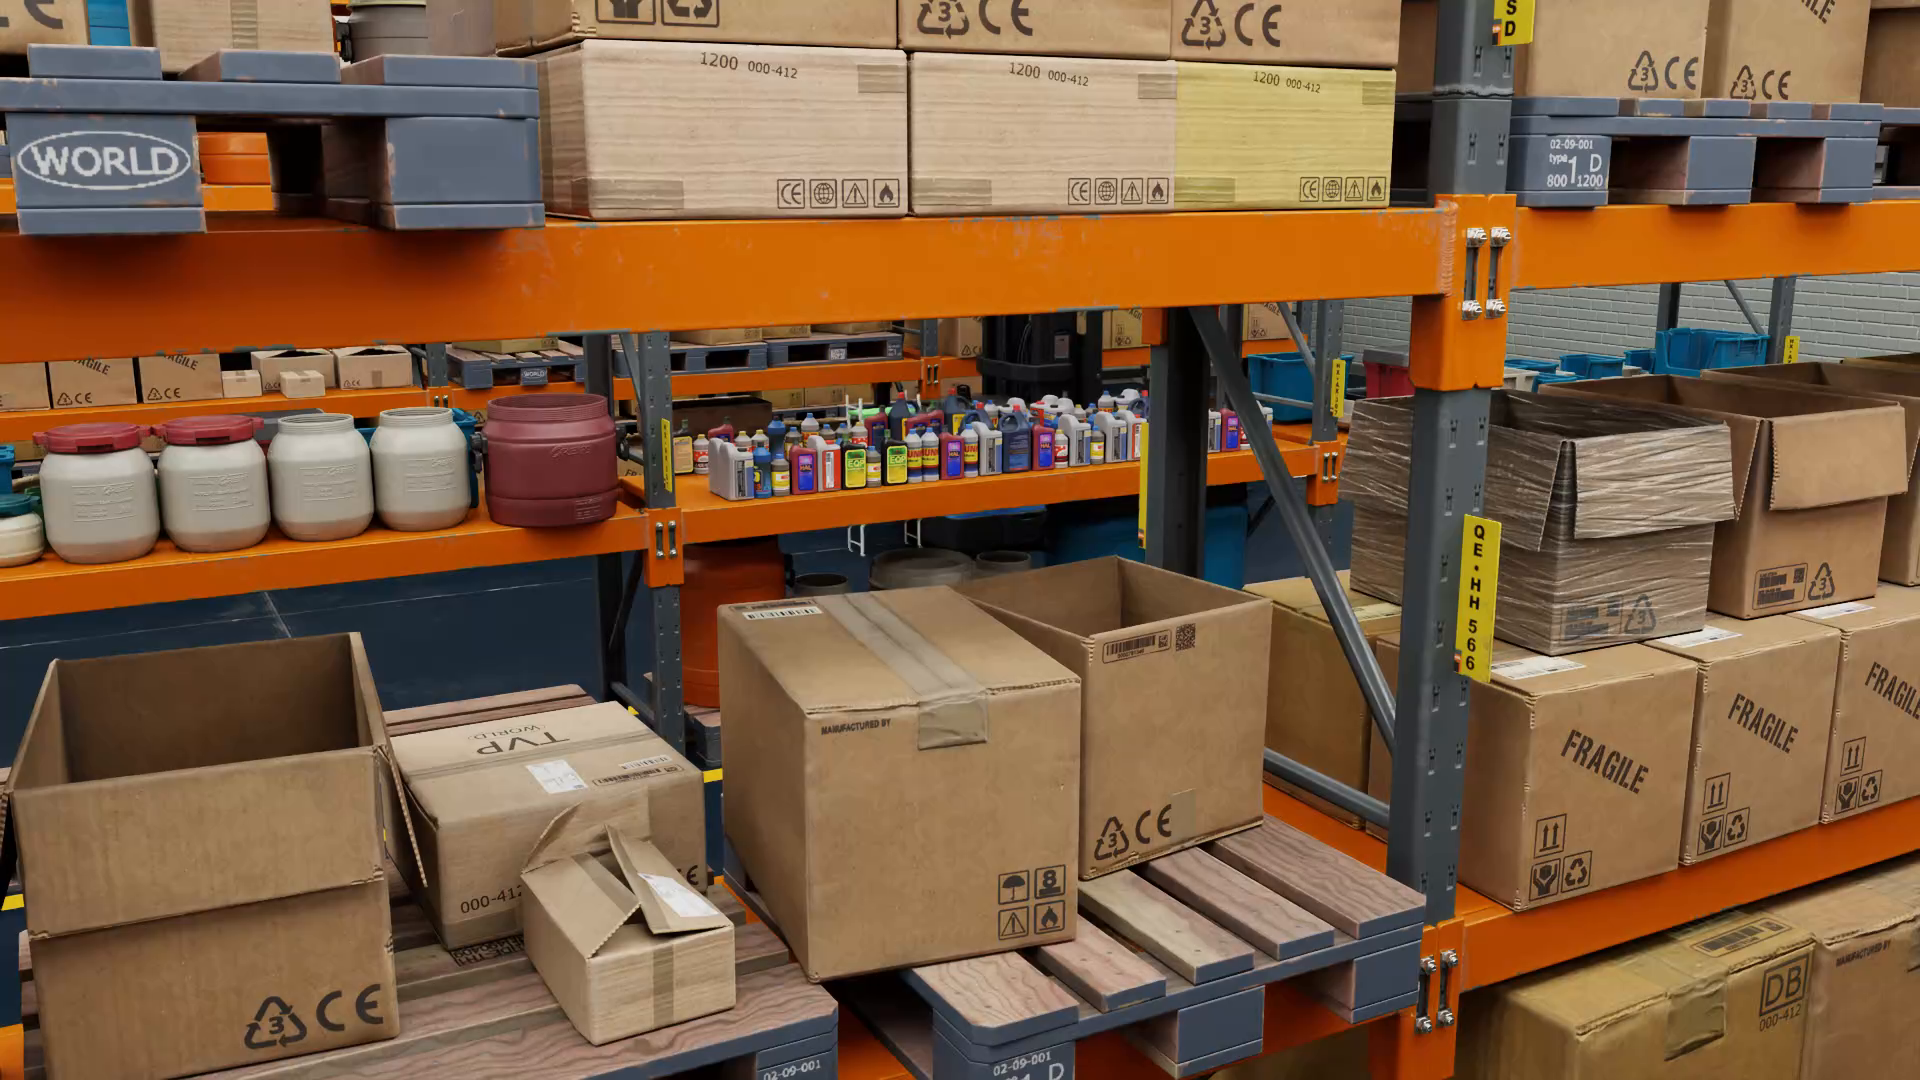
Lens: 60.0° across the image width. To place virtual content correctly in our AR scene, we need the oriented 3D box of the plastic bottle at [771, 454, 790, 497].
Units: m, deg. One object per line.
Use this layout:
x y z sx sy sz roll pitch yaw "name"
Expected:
-0.882 -0.319 8.147 0.097 0.201 0.097 0 13 0 "plastic bottle"

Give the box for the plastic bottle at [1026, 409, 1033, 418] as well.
0.378 -0.660 9.661 0.097 0.201 0.097 0 13 0 "plastic bottle"

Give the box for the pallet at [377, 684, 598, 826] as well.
-2.315 1.019 8.101 1.213 0.211 1.003 -7 14 -28 "pallet"

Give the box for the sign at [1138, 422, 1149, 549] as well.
0.488 -0.132 4.229 0.005 0.325 0.100 -7 14 -28 "sign"

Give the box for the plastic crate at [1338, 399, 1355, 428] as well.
2.371 -0.758 10.111 0.243 0.136 0.396 -7 14 -28 "plastic crate"

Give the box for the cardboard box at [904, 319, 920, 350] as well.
-0.160 -1.942 14.679 0.500 0.500 0.500 -7 14 -27 "cardboard box"

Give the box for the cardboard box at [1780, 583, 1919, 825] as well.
2.213 0.382 4.351 0.500 0.500 0.500 -7 15 -29 "cardboard box"

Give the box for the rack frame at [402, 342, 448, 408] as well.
-3.987 -1.370 12.367 0.127 3.000 1.000 -7 14 -28 "rack frame"

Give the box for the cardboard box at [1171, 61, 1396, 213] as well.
0.457 -0.754 3.137 0.500 0.250 0.500 -7 14 -28 "cardboard box"

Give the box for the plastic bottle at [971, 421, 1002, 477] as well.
0.135 -0.484 8.711 0.135 0.276 0.152 -7 14 -28 "plastic bottle"

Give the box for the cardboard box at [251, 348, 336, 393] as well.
-4.865 -1.270 12.124 0.500 0.311 0.500 -7 14 -29 "cardboard box"

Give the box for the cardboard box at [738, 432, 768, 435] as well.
-1.922 -0.673 13.959 0.500 0.500 0.500 -7 14 -27 "cardboard box"

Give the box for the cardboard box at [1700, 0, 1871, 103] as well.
1.973 -1.364 4.321 0.500 0.500 0.500 -6 14 -25 "cardboard box"

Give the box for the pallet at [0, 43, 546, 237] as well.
-1.253 -0.566 2.388 1.003 0.211 1.213 -7 14 -28 "pallet"

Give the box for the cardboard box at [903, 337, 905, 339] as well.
-0.559 -2.347 19.966 0.250 0.149 0.380 -7 14 -27 "cardboard box"

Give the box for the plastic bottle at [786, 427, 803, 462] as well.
-0.897 -0.507 8.982 0.097 0.201 0.097 0 13 0 "plastic bottle"

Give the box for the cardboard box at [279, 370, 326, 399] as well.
-4.644 -1.100 11.737 0.250 0.149 0.380 -7 14 -28 "cardboard box"

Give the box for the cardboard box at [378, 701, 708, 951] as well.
-0.825 0.539 3.266 0.500 0.250 0.500 -7 15 -29 "cardboard box"

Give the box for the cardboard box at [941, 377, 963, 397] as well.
-0.347 -2.006 19.928 0.500 0.500 0.700 -7 14 -28 "cardboard box"

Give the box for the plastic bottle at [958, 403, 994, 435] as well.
0.086 -0.552 8.841 0.185 0.351 0.144 -7 14 -28 "plastic bottle"

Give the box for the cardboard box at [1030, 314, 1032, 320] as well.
0.550 -1.896 14.473 0.500 0.500 0.500 -7 14 -27 "cardboard box"

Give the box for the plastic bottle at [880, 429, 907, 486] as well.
-0.334 -0.420 8.409 0.133 0.283 0.061 -7 14 -28 "plastic bottle"

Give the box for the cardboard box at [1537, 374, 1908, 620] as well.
1.979 -0.141 4.391 0.637 0.503 0.797 -6 14 -27 "cardboard box"

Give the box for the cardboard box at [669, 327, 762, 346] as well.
-1.997 -1.847 13.301 0.500 0.500 0.700 -12 17 -42 "cardboard box"

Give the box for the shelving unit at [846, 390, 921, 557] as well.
-0.580 -0.509 12.640 0.503 1.200 0.258 -7 15 -29 "shelving unit"

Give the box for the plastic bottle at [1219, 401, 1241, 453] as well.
1.522 -0.642 9.398 0.133 0.283 0.061 -7 14 -28 "plastic bottle"

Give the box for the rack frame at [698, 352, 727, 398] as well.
-2.853 -2.745 18.477 0.127 3.000 1.000 -7 14 -28 "rack frame"

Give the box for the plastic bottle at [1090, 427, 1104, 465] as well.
0.733 -0.512 9.007 0.097 0.201 0.097 0 13 0 "plastic bottle"

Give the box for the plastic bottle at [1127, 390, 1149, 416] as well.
1.013 -0.661 9.326 0.185 0.351 0.144 -7 14 -28 "plastic bottle"

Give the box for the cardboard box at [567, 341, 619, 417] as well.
-4.140 -1.714 17.833 0.750 0.750 0.750 -6 14 -26 "cardboard box"

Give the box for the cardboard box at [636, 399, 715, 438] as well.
-2.335 -0.990 13.660 0.500 0.250 0.500 -7 15 -29 "cardboard box"

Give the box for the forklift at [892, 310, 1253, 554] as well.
0.991 -1.538 13.268 3.031 2.935 1.130 -7 15 -29 "forklift"

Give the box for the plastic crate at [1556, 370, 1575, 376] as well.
4.114 -1.106 11.656 0.298 0.136 0.250 -7 14 -28 "plastic crate"

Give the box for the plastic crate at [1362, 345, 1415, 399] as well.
2.798 -0.942 10.182 0.583 0.464 0.402 -7 14 -28 "plastic crate"

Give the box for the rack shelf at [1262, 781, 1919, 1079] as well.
2.512 0.680 4.896 4.000 0.370 1.077 -7 14 -28 "rack shelf"

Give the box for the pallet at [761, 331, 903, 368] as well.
-1.230 -1.635 13.978 1.213 0.211 1.003 -7 14 -28 "pallet"

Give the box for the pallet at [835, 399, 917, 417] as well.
-1.076 -1.579 19.646 1.213 0.211 1.003 -7 14 -28 "pallet"

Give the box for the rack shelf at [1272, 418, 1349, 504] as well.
3.650 -0.696 11.007 4.000 0.370 1.077 -7 14 -28 "rack shelf"

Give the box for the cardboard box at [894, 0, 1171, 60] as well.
0.013 -1.063 2.801 0.500 0.500 0.500 -7 14 -28 "cardboard box"

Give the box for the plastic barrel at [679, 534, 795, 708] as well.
-1.196 0.384 8.559 0.708 0.830 0.600 -7 14 -28 "plastic barrel"

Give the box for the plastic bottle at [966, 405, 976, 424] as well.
0.072 -0.621 9.331 0.097 0.271 0.097 0 13 0 "plastic bottle"

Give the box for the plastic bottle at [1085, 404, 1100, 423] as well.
0.784 -0.708 9.877 0.097 0.201 0.097 0 13 0 "plastic bottle"

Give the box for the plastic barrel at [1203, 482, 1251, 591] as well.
1.408 0.037 9.938 0.708 0.901 0.600 -7 14 -28 "plastic barrel"

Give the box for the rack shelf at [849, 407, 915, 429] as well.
-0.580 -0.915 12.549 0.480 0.148 0.258 -7 15 -29 "rack shelf"

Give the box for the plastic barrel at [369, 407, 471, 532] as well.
-2.417 -0.321 7.447 0.421 0.512 0.421 0 13 0 "plastic barrel"

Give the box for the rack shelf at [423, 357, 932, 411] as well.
-2.231 -1.230 13.381 4.000 0.370 1.077 -7 14 -28 "rack shelf"

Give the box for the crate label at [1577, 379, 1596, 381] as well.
4.282 -0.975 11.075 0.243 0.136 0.396 -7 14 -28 "crate label"

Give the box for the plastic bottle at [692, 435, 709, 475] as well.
-1.356 -0.452 8.738 0.097 0.201 0.097 0 13 0 "plastic bottle"

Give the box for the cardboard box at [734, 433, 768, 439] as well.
-1.650 -0.576 13.529 0.500 0.500 0.500 -7 14 -27 "cardboard box"

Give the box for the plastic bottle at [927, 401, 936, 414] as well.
-0.184 -0.637 9.374 0.133 0.283 0.061 -7 14 -28 "plastic bottle"
